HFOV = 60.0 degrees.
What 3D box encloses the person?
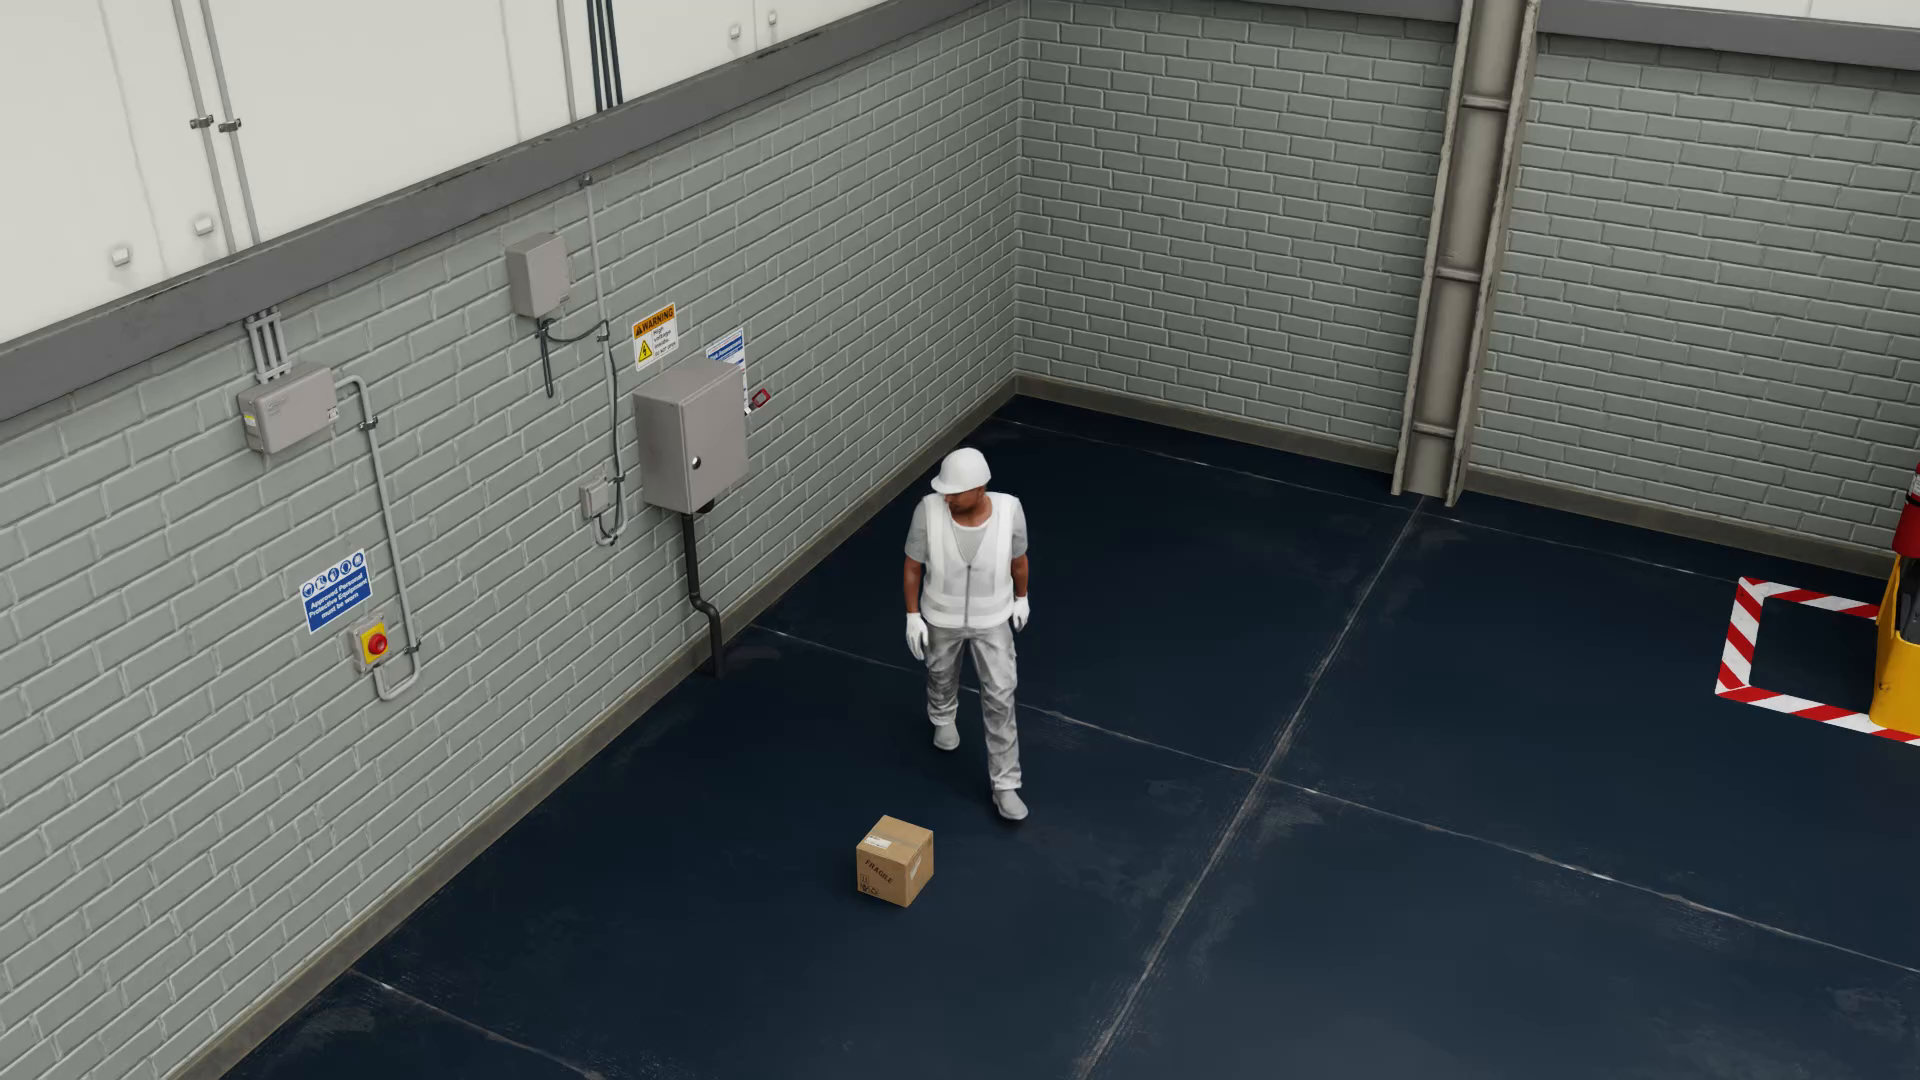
[{"bbox_3d":[0.034,0.378,7.596,0.586,1.750,0.892,0,30,1],"label":"person"}]
